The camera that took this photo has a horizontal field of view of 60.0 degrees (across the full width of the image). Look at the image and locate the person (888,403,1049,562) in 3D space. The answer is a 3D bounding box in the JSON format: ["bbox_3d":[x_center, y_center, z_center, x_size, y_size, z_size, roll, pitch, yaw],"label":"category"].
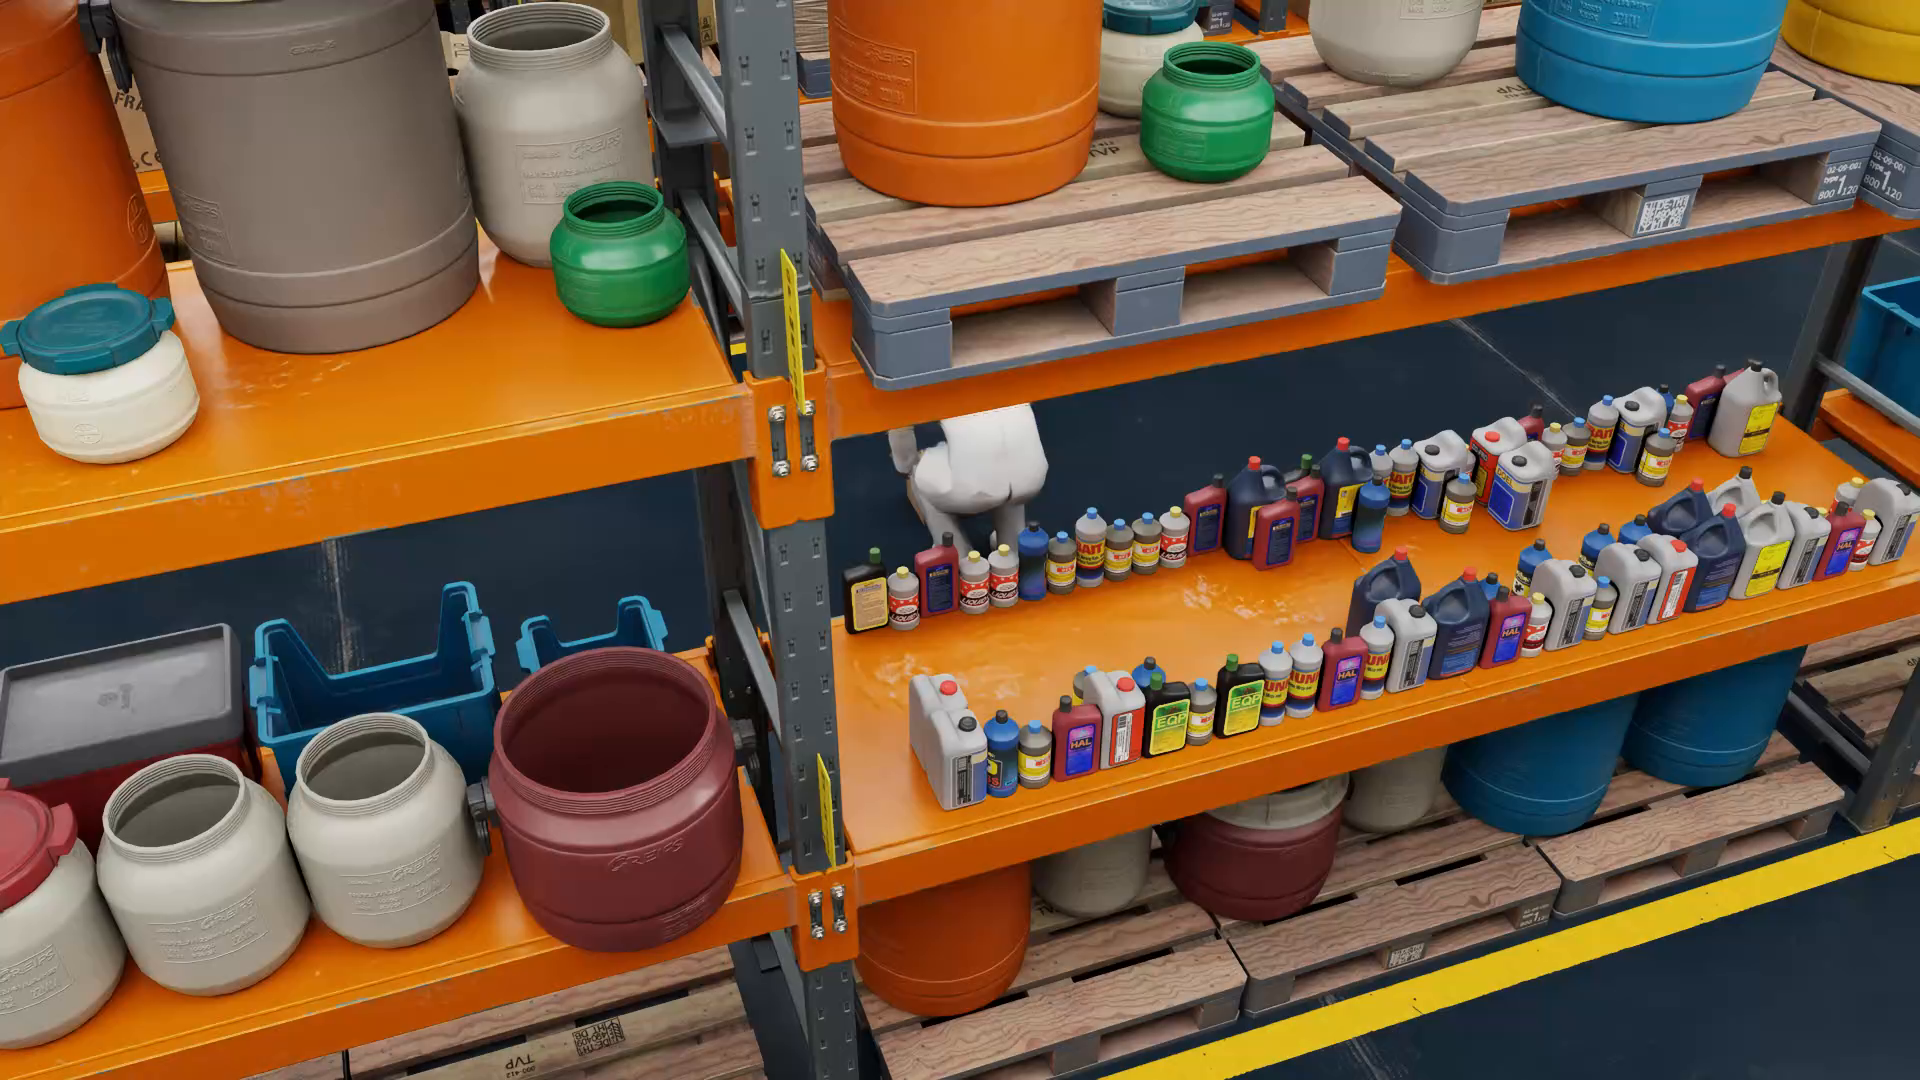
[{"bbox_3d":[0.038,-0.371,7.158,0.625,1.166,0.830,-13,39,-16],"label":"person"}]
